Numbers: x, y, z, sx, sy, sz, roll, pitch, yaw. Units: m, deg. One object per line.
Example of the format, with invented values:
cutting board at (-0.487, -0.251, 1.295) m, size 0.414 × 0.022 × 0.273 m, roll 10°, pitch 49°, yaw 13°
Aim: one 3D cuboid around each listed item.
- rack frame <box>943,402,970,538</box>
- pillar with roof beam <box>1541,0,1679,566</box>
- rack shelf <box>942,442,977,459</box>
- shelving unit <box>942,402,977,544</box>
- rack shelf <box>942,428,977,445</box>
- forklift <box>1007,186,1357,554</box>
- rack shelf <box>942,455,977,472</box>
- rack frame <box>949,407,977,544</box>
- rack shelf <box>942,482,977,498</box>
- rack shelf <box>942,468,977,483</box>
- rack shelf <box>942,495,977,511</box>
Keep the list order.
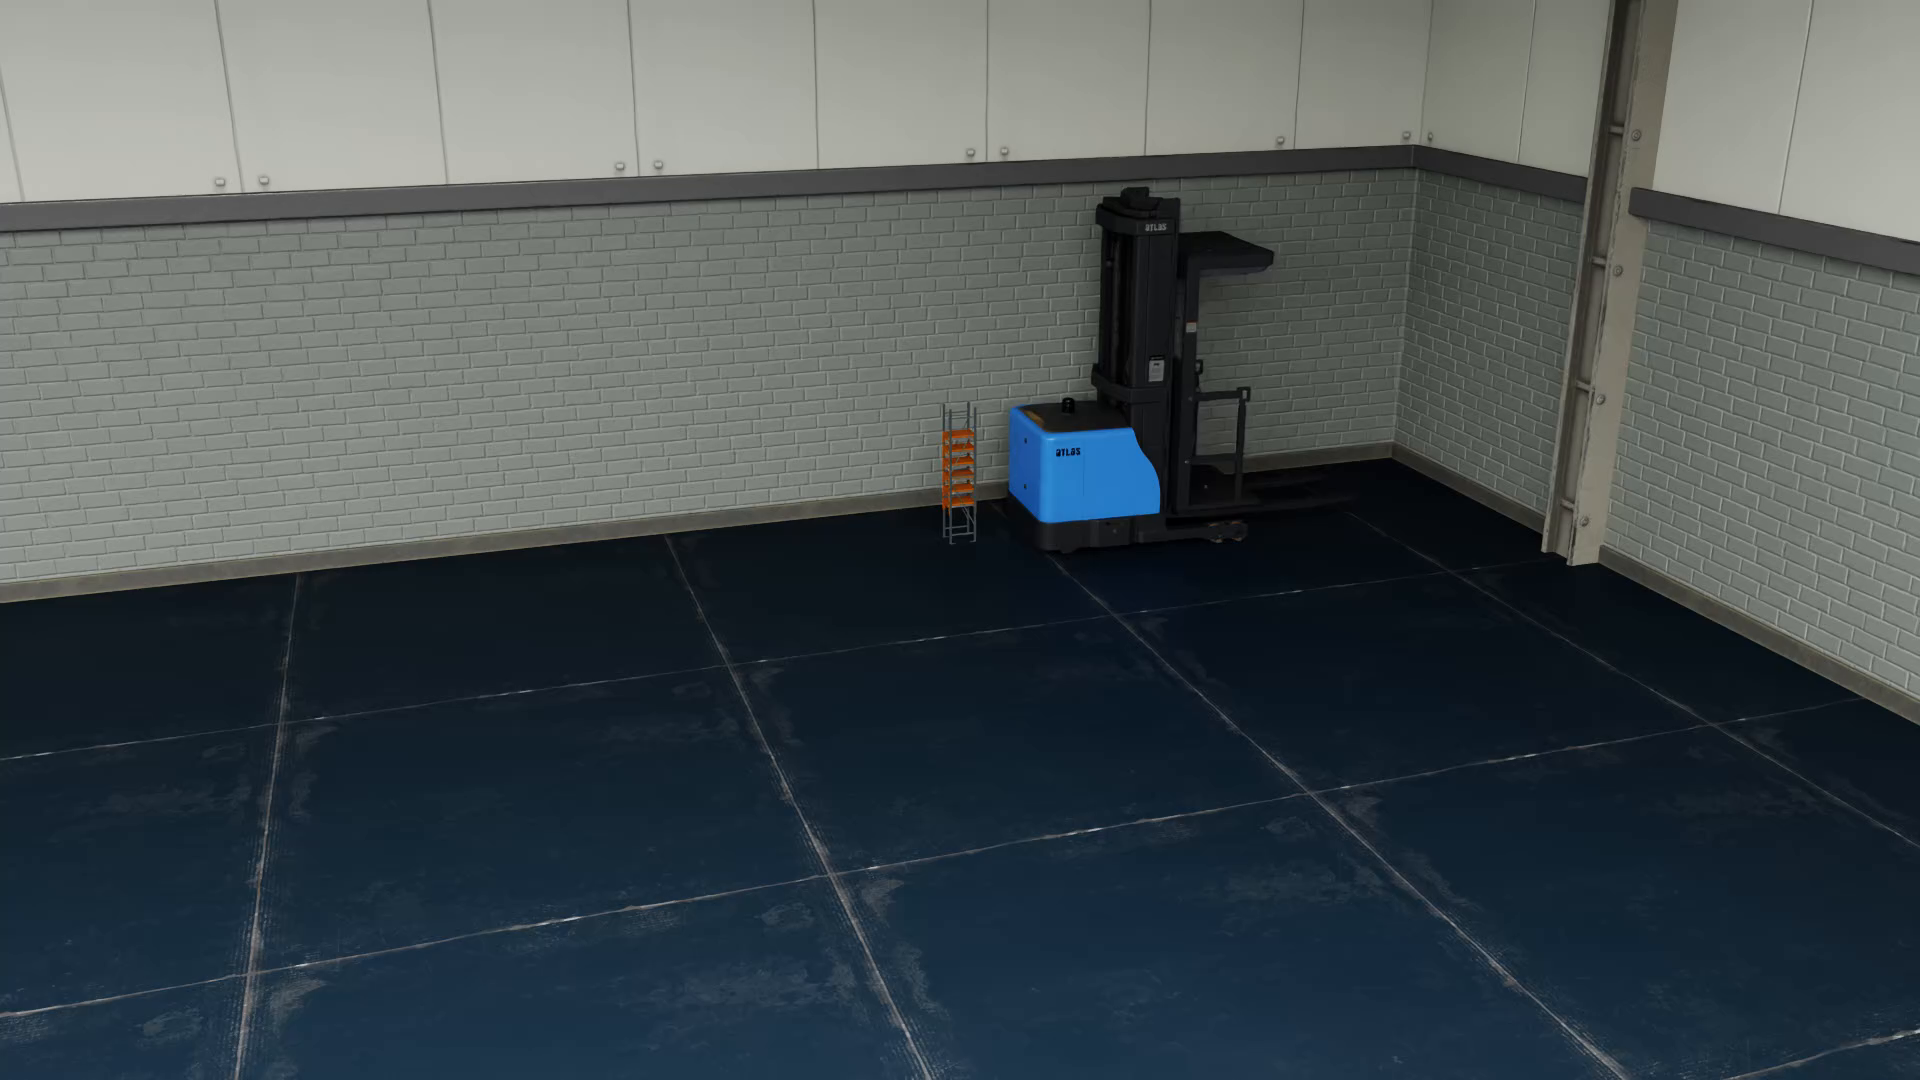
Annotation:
rack frame at (-0.033, -0.599, 14.308) m, size 0.240 × 1.200 × 0.006 m, roll -6°, pitch 21°, yaw -17°
pillar with roof beam at (1.069, -3.643, 11.246) m, size 9.100 × 9.000 × 0.400 m, roll -6°, pitch 21°, yaw -17°
rack shelf at (-0.005, -0.753, 14.160) m, size 0.258 × 0.103 × 0.180 m, roll -6°, pitch 21°, yaw -17°
shelving unit at (-0.005, -0.569, 14.227) m, size 0.258 × 1.200 × 0.189 m, roll -6°, pitch 21°, yaw -17°
rack shelf at (-0.005, -0.866, 14.120) m, size 0.258 × 0.103 × 0.180 m, roll -6°, pitch 21°, yaw -17°
forklift at (1.995, -1.522, 14.317) m, size 3.031 × 2.935 × 1.130 m, roll -5°, pitch 20°, yaw -15°
rack shelf at (-0.005, -0.640, 14.201) m, size 0.258 × 0.103 × 0.180 m, roll -6°, pitch 21°, yaw -17°
rack frame at (0.024, -0.540, 14.145) m, size 0.240 × 1.200 × 0.006 m, roll -6°, pitch 21°, yaw -17°
rack shelf at (-0.005, -0.415, 14.282) m, size 0.258 × 0.103 × 0.180 m, roll -6°, pitch 21°, yaw -17°
rack shelf at (-0.005, -0.528, 14.242) m, size 0.258 × 0.103 × 0.180 m, roll -6°, pitch 21°, yaw -17°
rack shelf at (-0.005, -0.302, 14.323) m, size 0.258 × 0.103 × 0.180 m, roll -6°, pitch 21°, yaw -17°
